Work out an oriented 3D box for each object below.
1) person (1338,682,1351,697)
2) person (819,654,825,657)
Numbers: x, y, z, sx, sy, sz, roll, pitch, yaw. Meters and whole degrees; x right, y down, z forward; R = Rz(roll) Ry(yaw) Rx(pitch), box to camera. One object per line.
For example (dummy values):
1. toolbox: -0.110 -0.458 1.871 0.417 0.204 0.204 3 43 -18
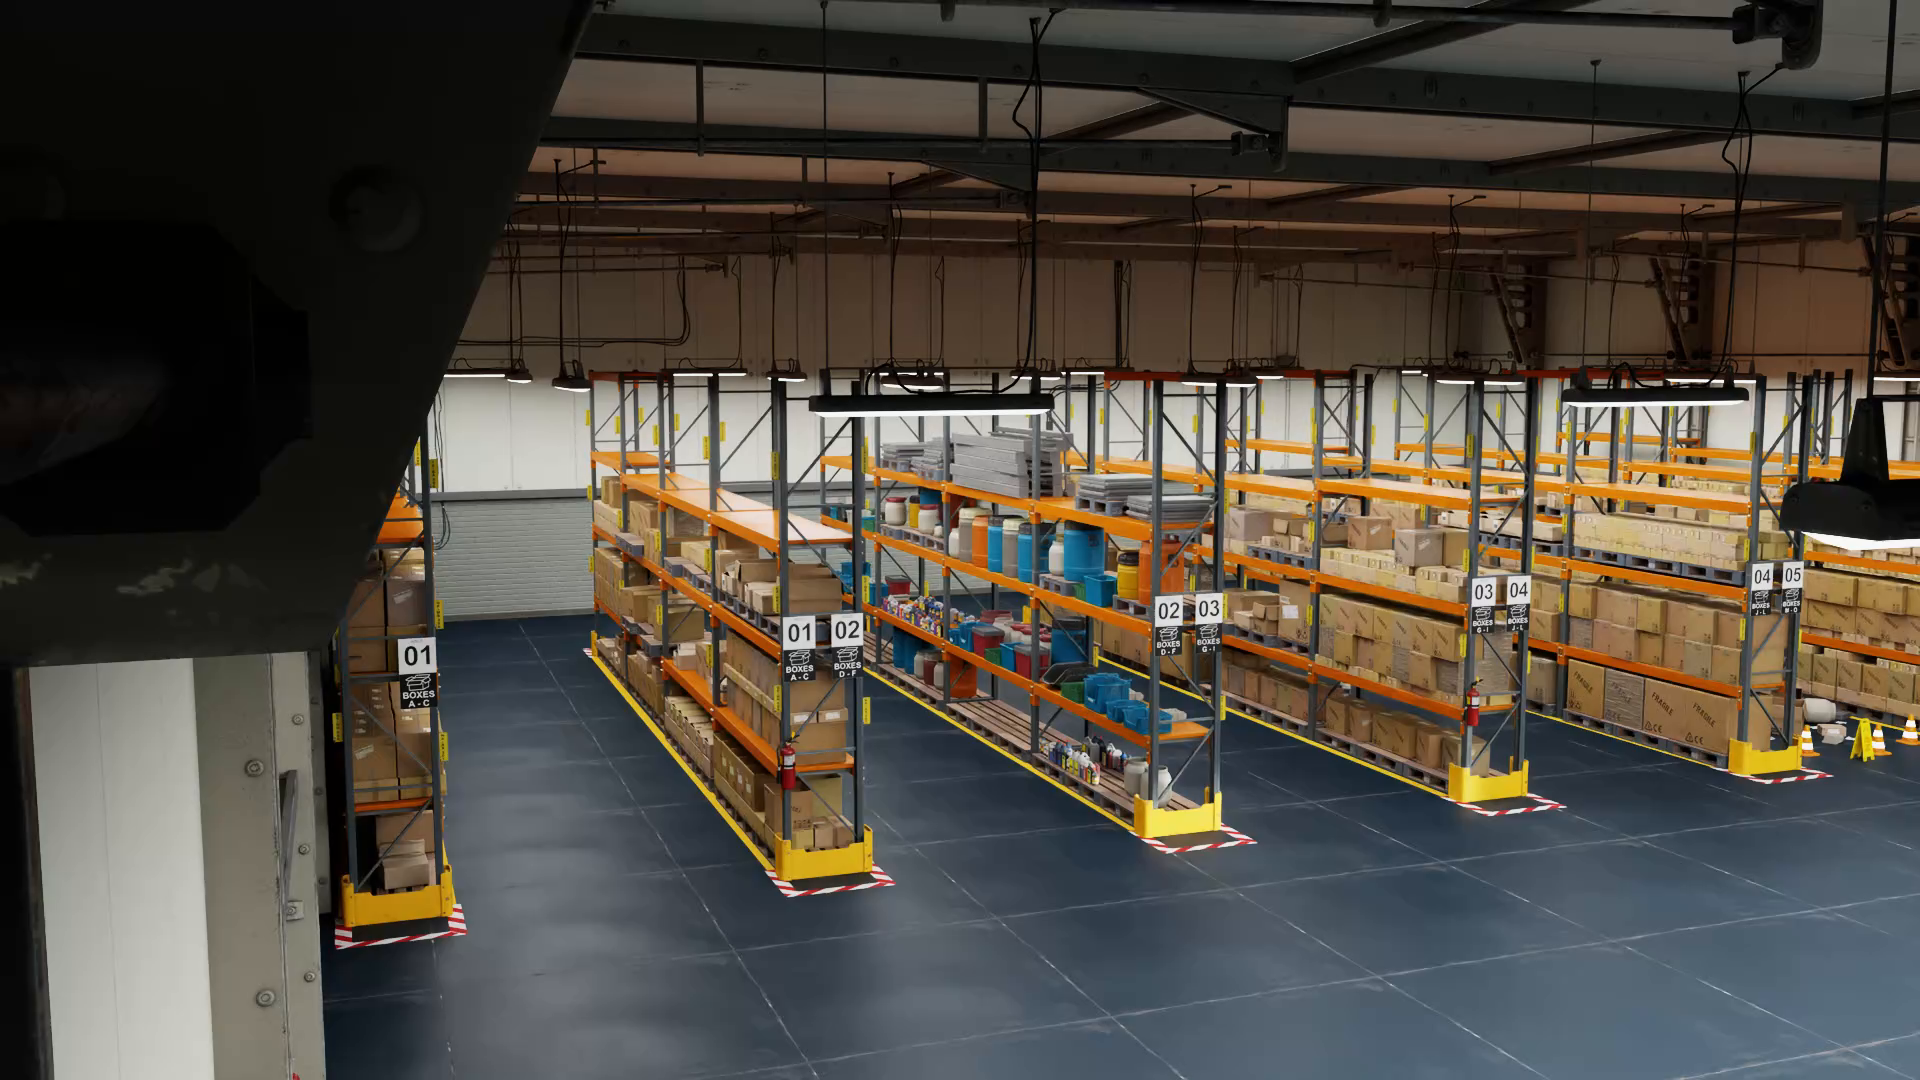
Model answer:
1. person: 7.017 2.057 30.356 0.498 1.796 0.552 0 6 3
2. person: -2.543 2.311 29.209 0.663 1.591 0.531 4 8 32
